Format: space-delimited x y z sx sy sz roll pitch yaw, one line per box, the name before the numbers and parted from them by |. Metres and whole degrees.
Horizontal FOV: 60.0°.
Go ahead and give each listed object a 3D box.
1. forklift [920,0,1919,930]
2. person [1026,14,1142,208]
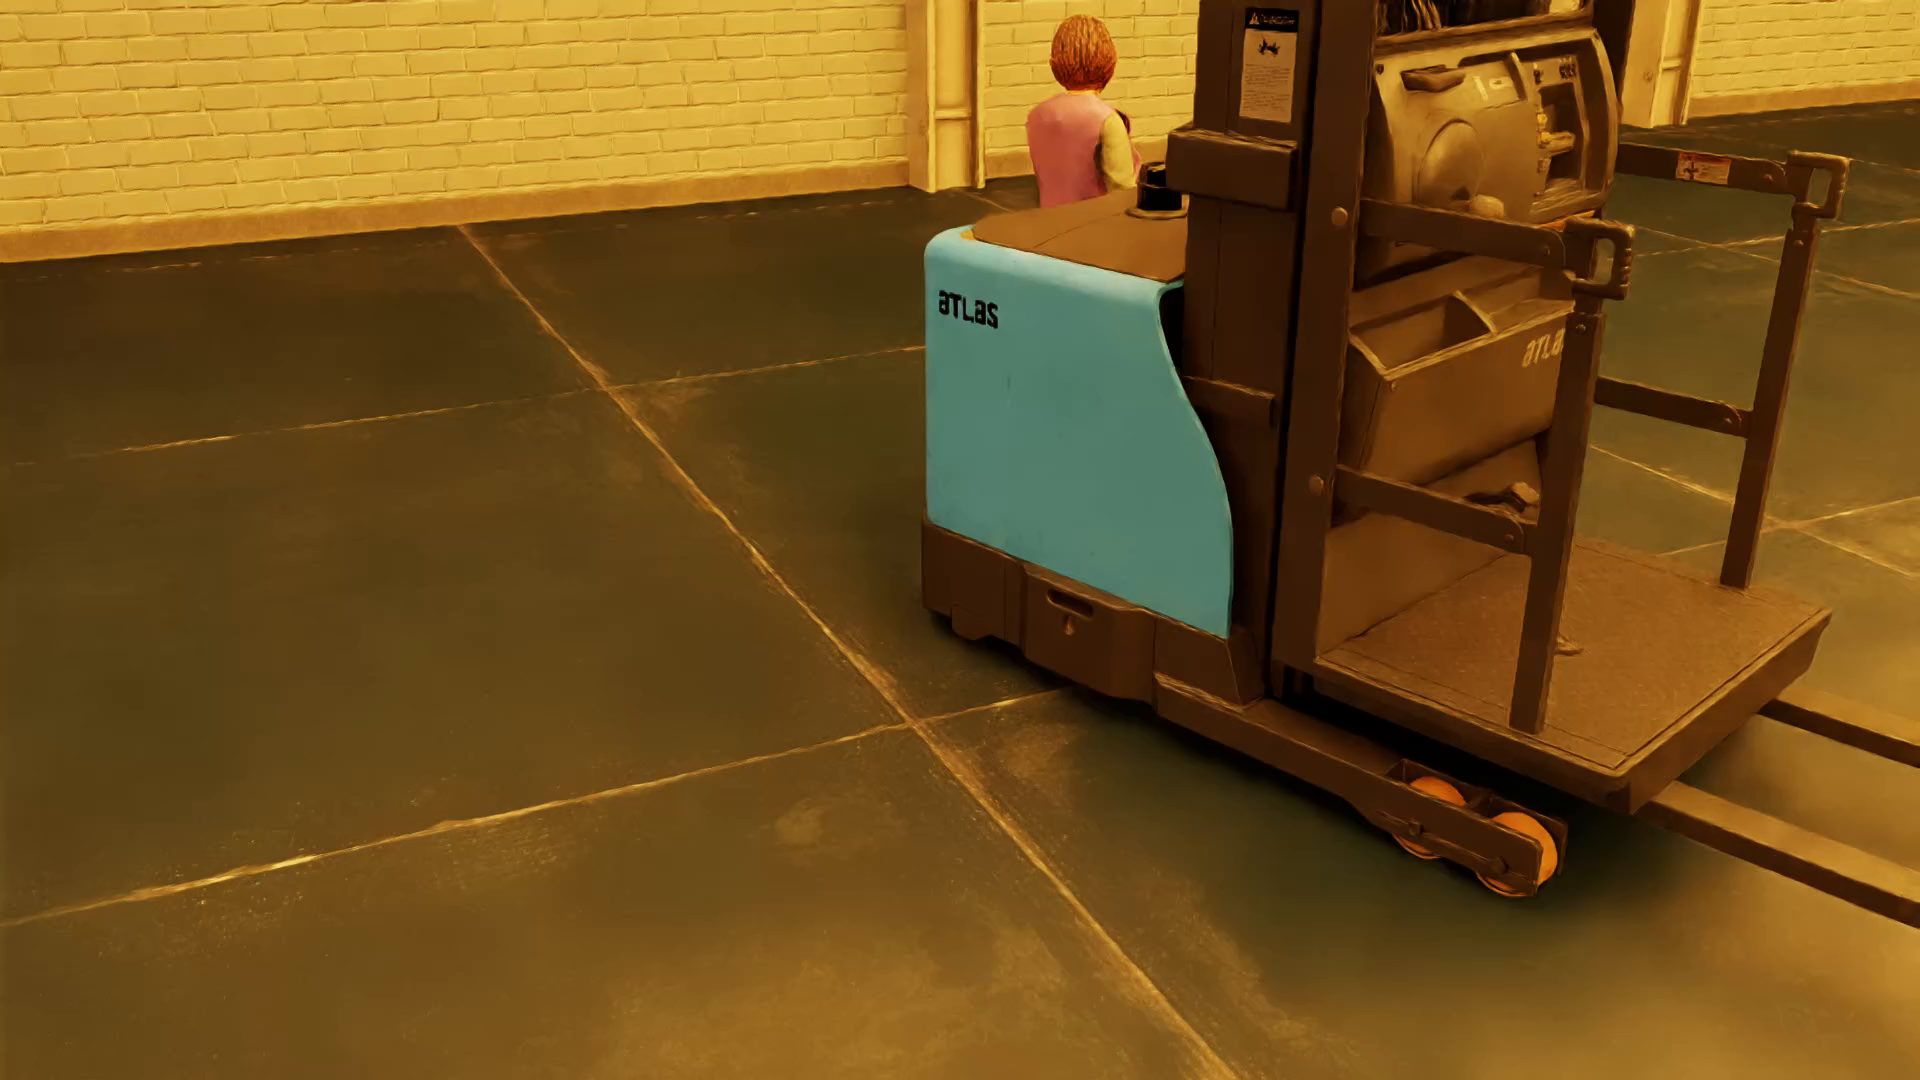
forklift | 1.283 -0.855 3.345 1.130 2.935 3.031 -21 30 -40
person | 0.438 -0.776 4.985 0.777 1.530 0.553 -20 30 -40
